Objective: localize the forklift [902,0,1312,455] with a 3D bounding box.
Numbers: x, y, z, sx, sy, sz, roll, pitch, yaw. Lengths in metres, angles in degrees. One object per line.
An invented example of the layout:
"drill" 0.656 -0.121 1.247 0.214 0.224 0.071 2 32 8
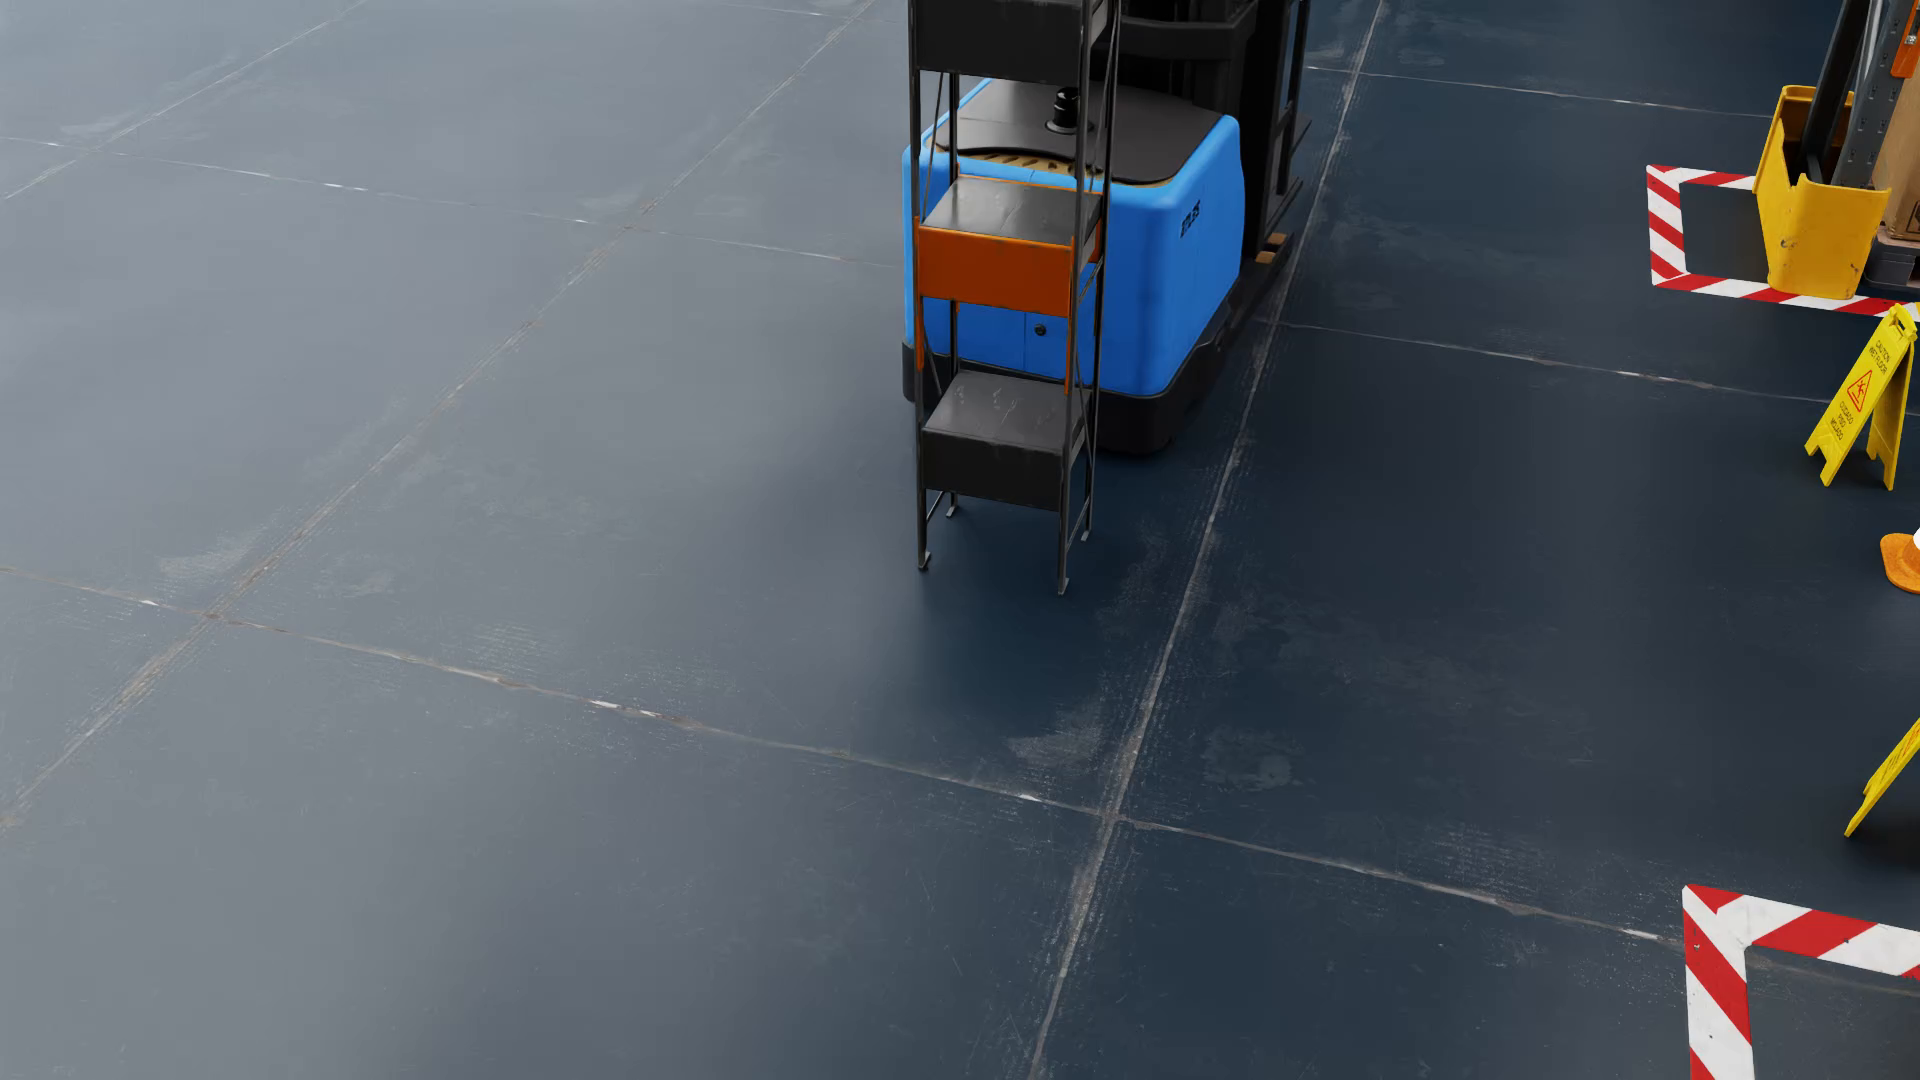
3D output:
"forklift" 0.829 -2.360 6.484 1.130 2.935 3.031 14 39 19

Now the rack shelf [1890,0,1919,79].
"rack shelf" 5.786 -1.942 6.465 4.000 0.370 1.077 10 38 14

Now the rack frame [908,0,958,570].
"rack frame" -0.075 -0.860 5.146 0.015 2.100 0.400 10 38 14

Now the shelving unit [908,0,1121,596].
"shelving unit" 0.158 -0.816 5.088 0.503 2.100 0.431 10 38 14

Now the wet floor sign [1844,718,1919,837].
"wet floor sign" 2.635 0.542 4.469 0.232 0.644 0.267 24 43 29

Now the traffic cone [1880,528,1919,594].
"traffic cone" 3.299 -0.087 5.478 0.334 0.463 0.336 10 38 14

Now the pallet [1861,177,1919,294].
"pallet" 4.663 -1.365 7.427 1.213 0.211 1.003 10 38 14

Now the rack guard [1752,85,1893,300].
"rack guard" 3.854 -1.583 7.479 0.348 0.500 1.175 10 38 14

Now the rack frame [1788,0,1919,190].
"rack frame" 3.877 -2.585 6.732 0.127 3.000 1.000 10 38 14

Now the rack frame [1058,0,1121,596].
"rack frame" 0.391 -0.773 5.029 0.015 2.100 0.400 10 38 14

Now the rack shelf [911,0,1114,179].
"rack shelf" 0.158 -1.369 4.681 0.480 0.518 0.431 10 38 14

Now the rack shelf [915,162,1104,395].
"rack shelf" 0.158 -0.805 5.096 0.480 0.518 0.431 10 38 14

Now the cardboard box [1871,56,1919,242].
"cardboard box" 4.544 -1.816 7.125 0.875 0.875 0.875 11 38 14

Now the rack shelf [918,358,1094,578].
"rack shelf" 0.158 -0.242 5.511 0.480 0.518 0.431 10 38 14

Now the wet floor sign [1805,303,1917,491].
"wet floor sign" 3.259 -0.522 5.915 0.232 0.644 0.267 4 37 6
